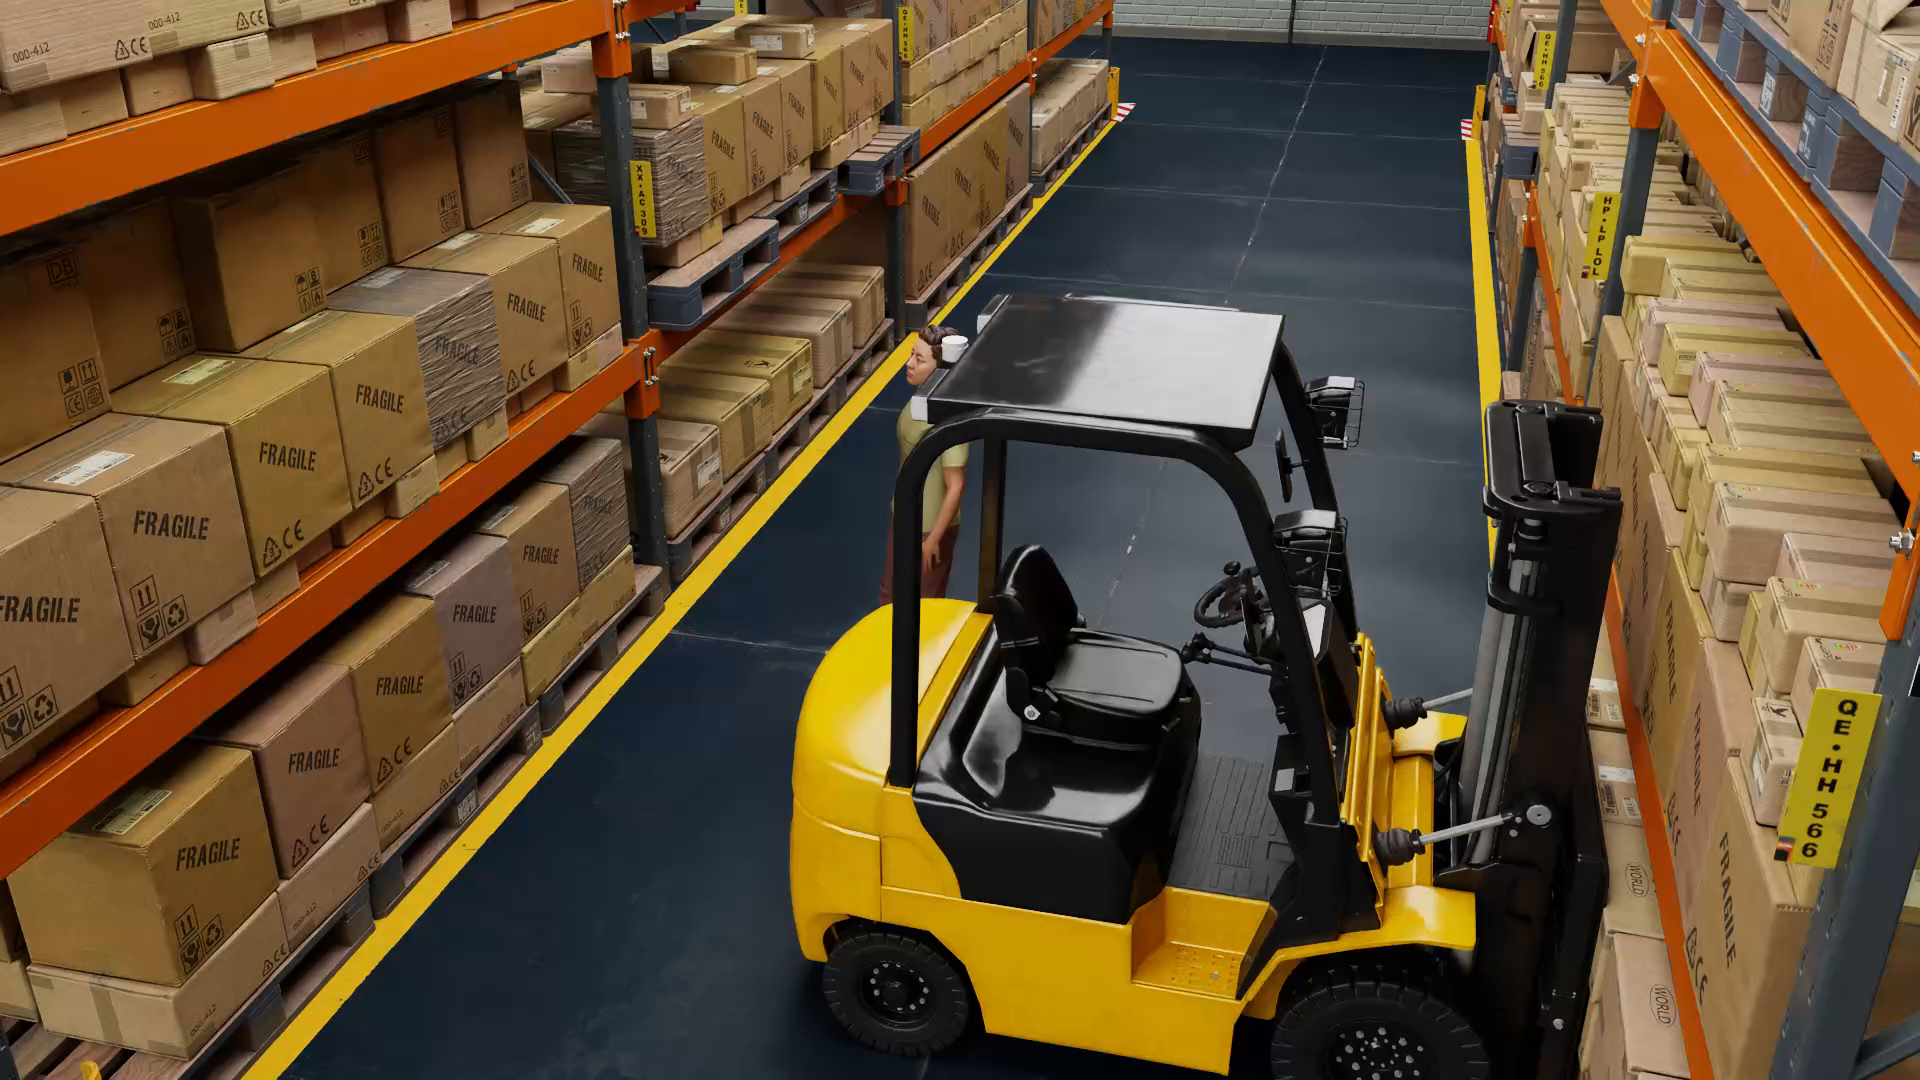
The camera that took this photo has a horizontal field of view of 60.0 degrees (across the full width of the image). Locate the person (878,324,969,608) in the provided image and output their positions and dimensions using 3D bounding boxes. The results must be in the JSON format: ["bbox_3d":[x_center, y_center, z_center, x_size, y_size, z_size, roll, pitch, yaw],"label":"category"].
[{"bbox_3d":[-0.215,-0.074,6.745,0.547,1.673,0.554,-6,26,-13],"label":"person"}]
